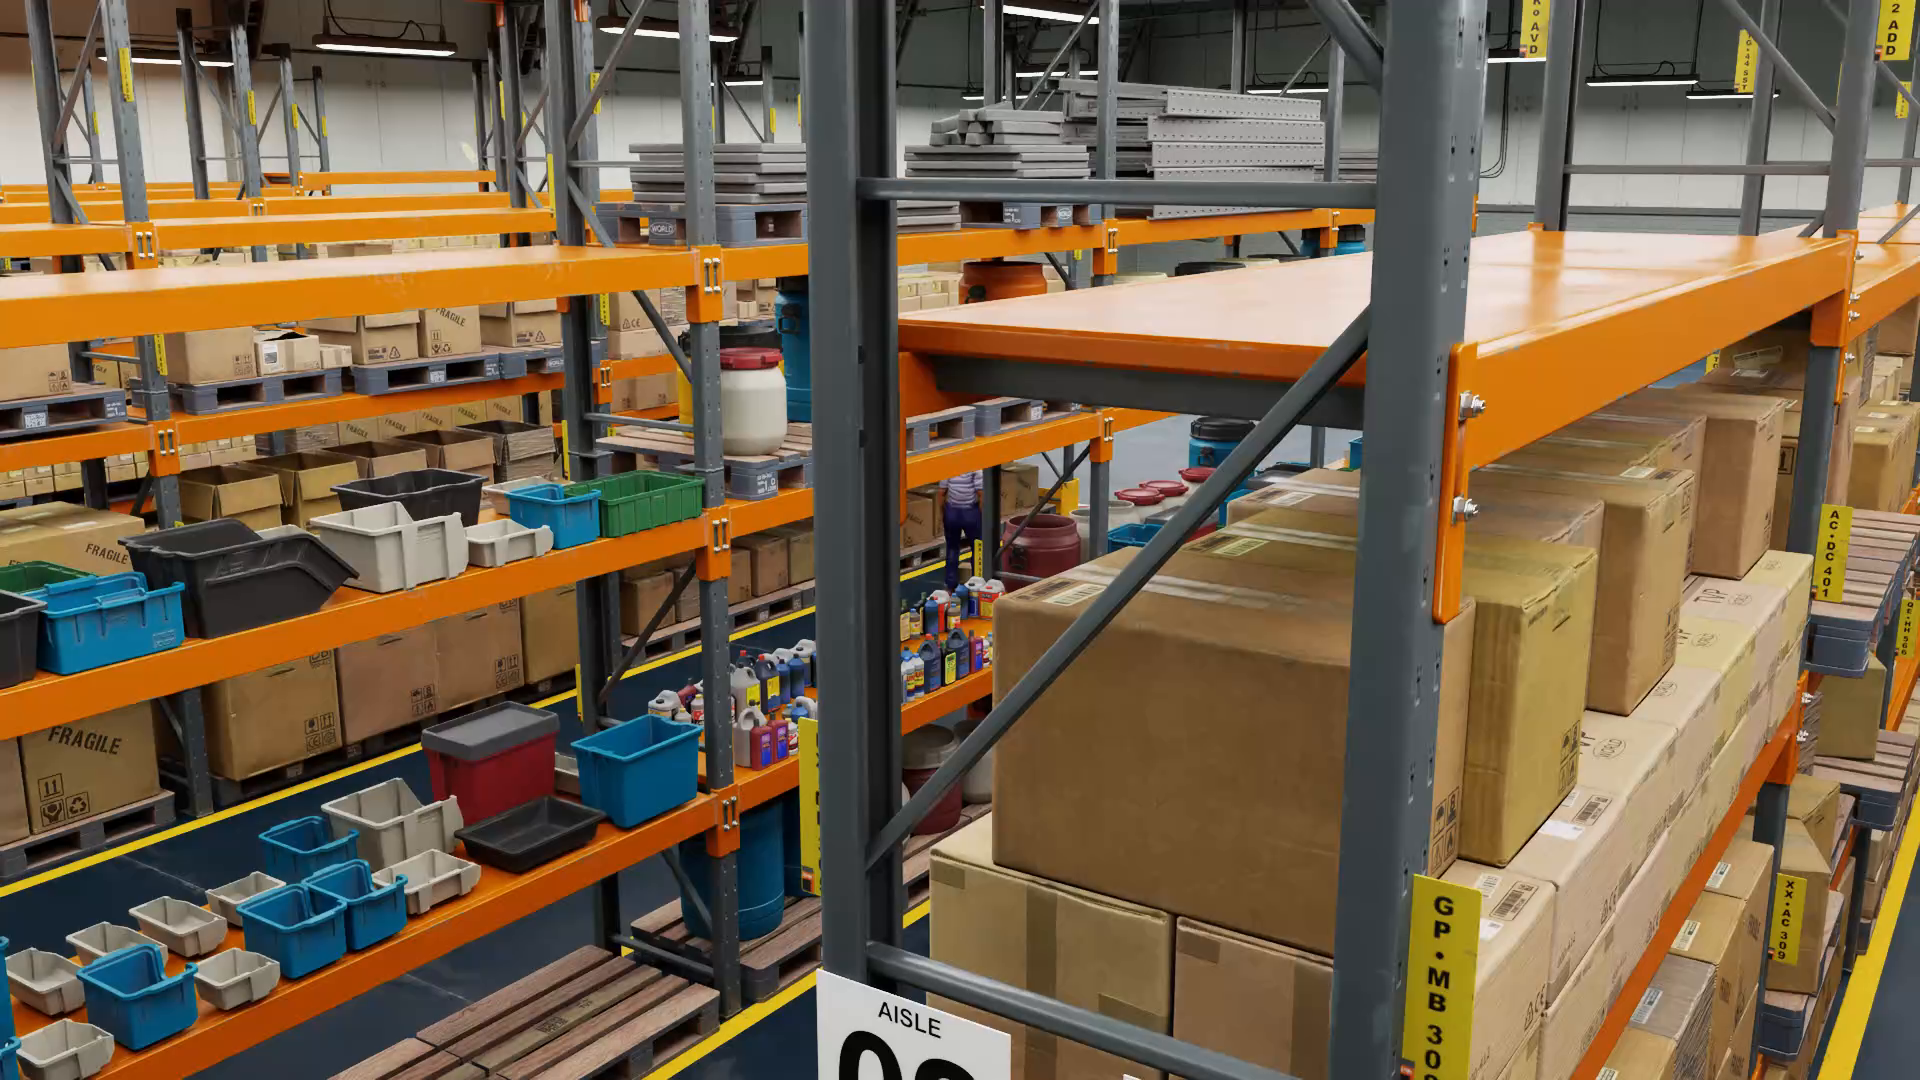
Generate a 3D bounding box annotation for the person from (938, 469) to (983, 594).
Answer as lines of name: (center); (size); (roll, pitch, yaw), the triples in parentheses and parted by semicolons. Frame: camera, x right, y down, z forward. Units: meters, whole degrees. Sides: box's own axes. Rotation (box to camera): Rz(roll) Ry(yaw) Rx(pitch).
person: (0.045, -0.233, 17.503); (0.555, 1.652, 0.366); (4, 14, 16)
